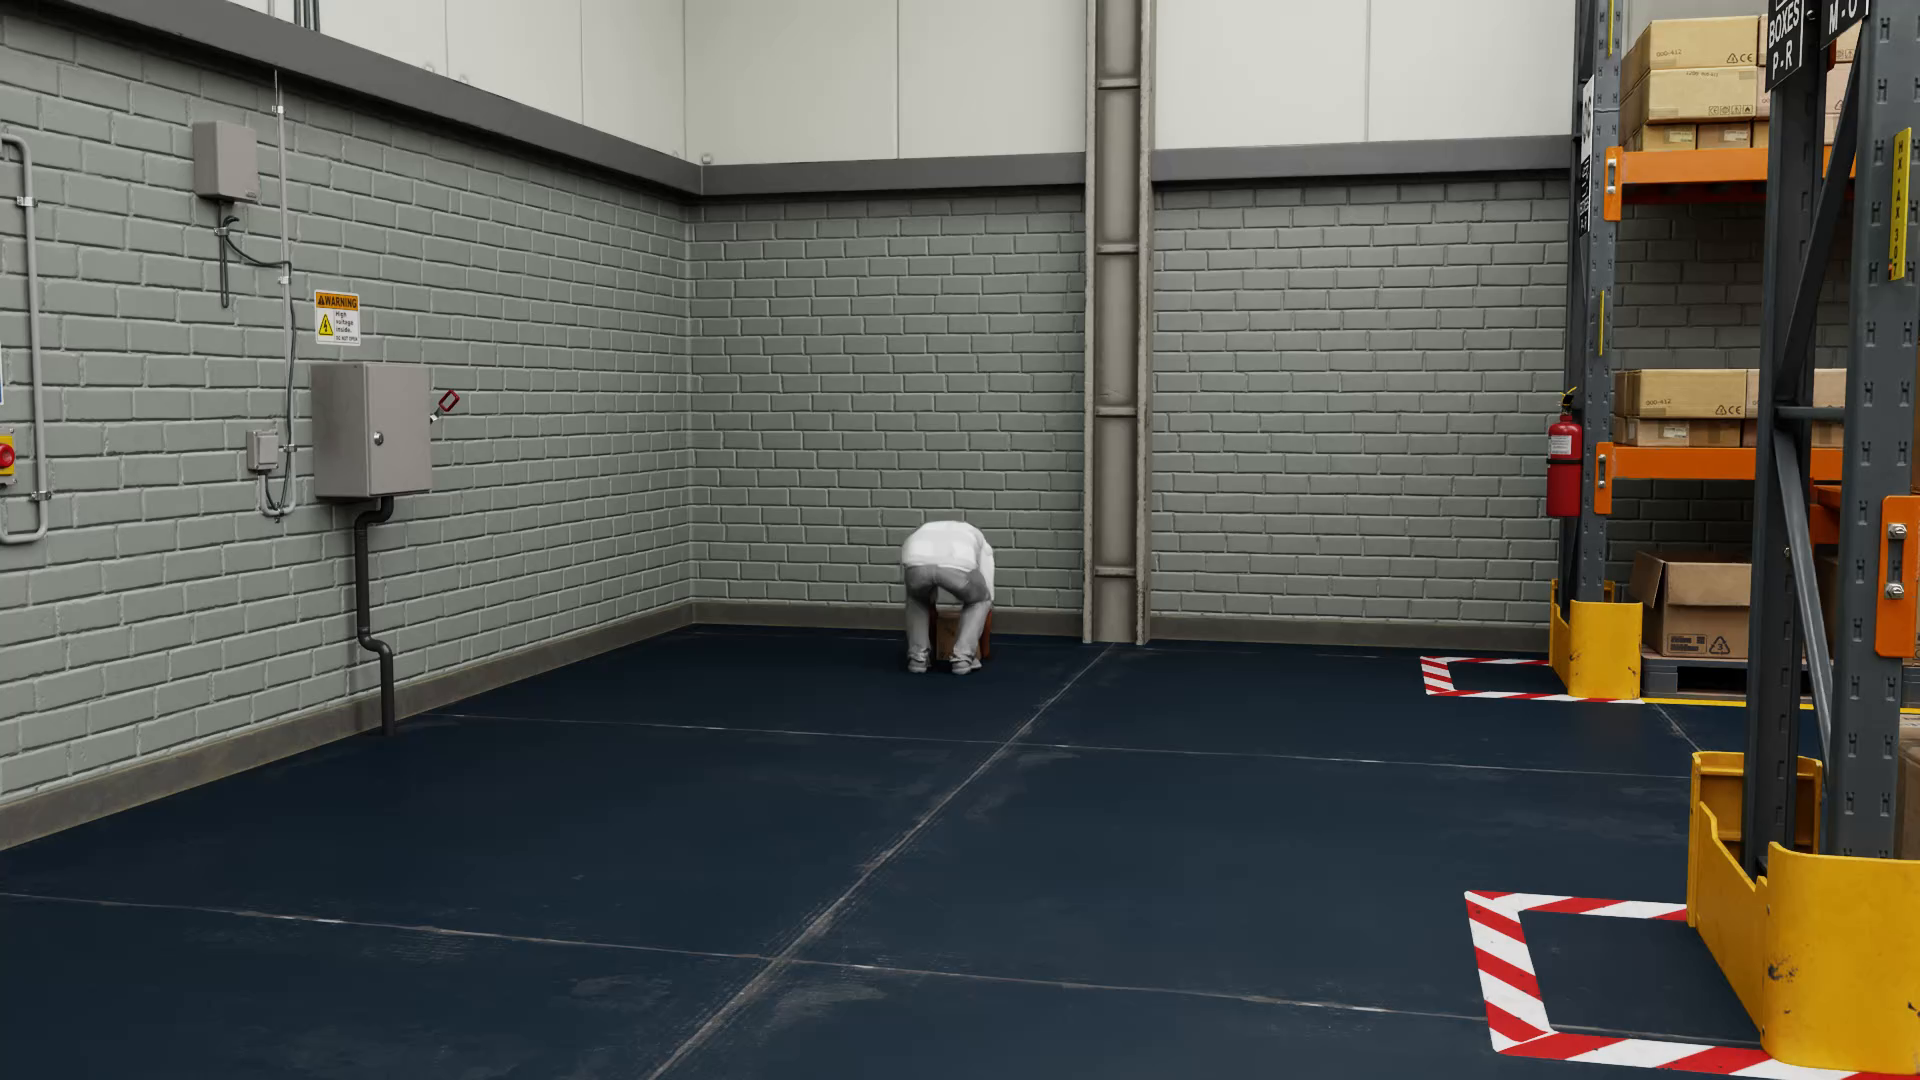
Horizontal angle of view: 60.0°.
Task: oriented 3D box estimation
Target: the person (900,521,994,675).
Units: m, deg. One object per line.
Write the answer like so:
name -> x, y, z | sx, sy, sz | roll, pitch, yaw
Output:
person -> -0.072, 0.315, 9.664 | 0.515, 0.874, 0.980 | 1, 5, 12
